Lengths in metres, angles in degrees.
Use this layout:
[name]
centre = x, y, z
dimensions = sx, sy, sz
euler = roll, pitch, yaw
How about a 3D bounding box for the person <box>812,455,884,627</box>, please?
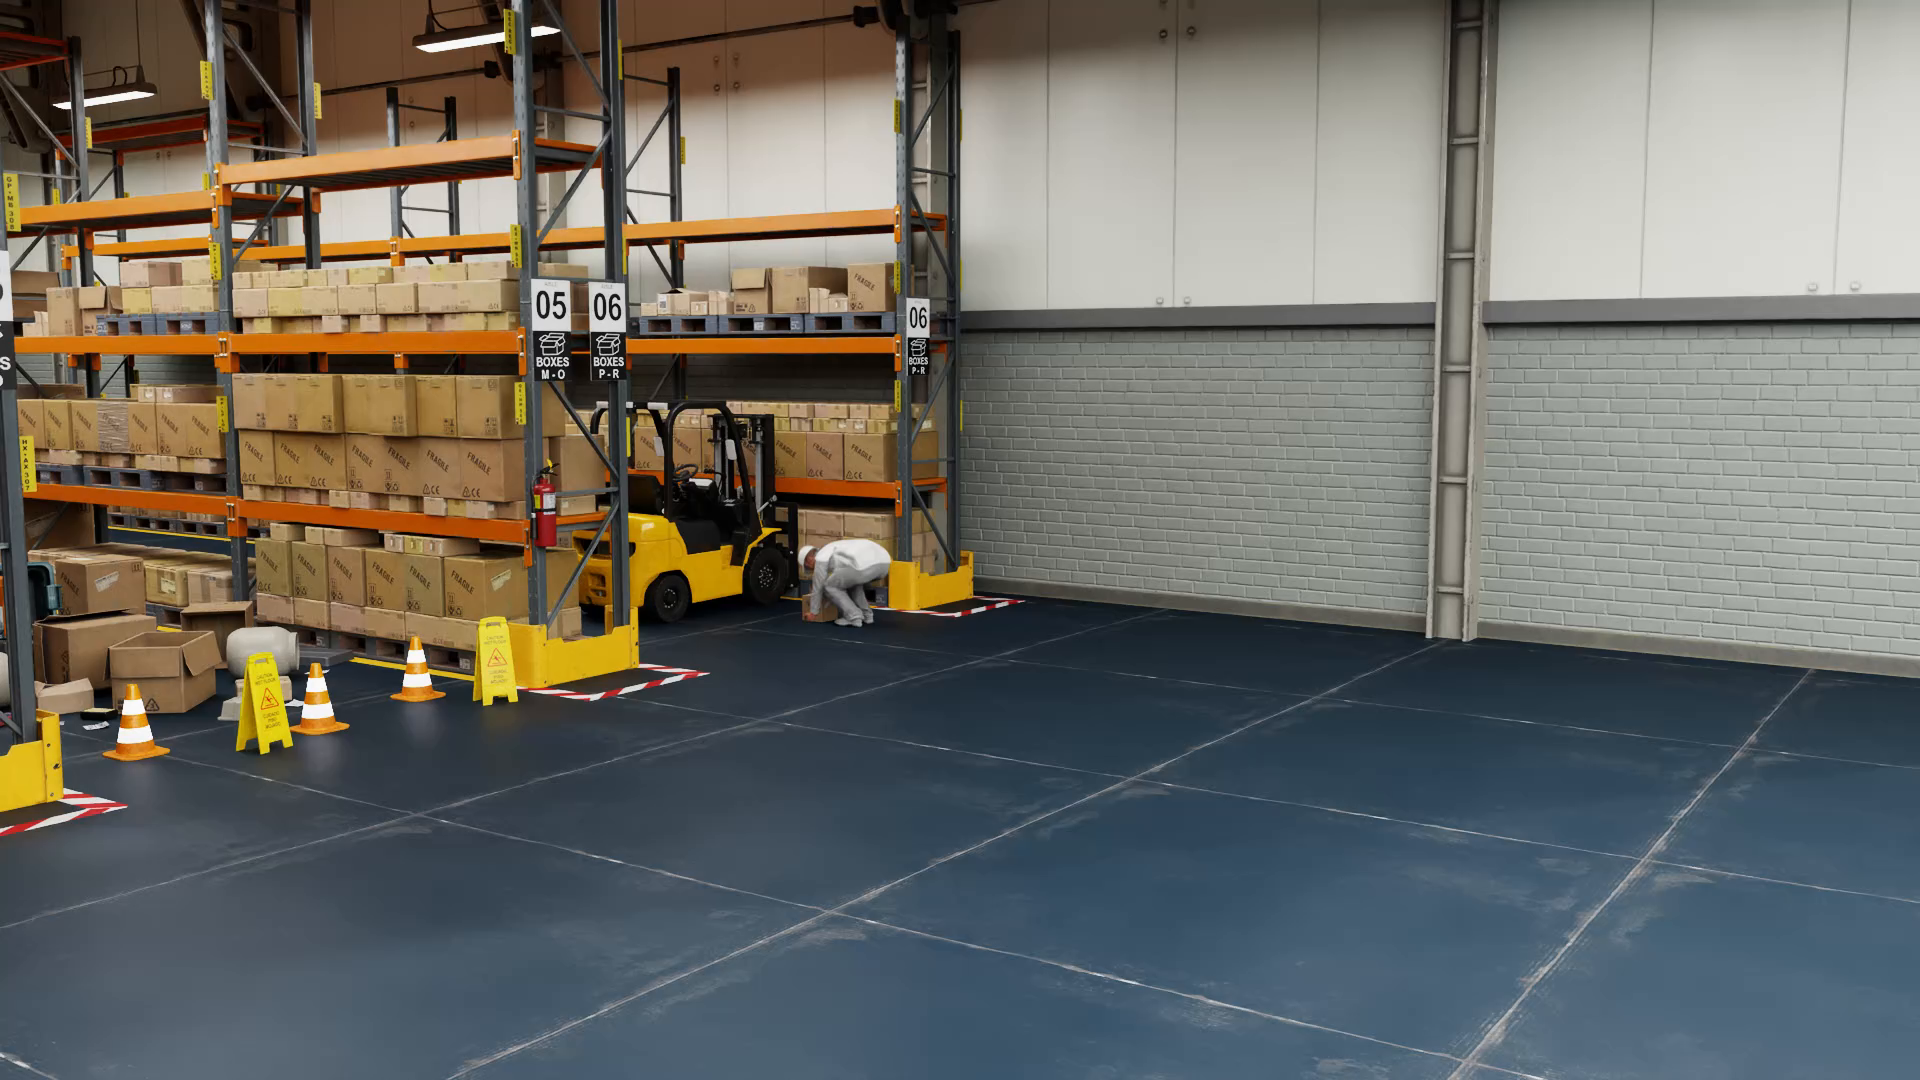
[person]
centre = -1.116, -0.002, 16.250
dimensions = 0.737, 1.651, 0.469
euler = 4, 7, 32
